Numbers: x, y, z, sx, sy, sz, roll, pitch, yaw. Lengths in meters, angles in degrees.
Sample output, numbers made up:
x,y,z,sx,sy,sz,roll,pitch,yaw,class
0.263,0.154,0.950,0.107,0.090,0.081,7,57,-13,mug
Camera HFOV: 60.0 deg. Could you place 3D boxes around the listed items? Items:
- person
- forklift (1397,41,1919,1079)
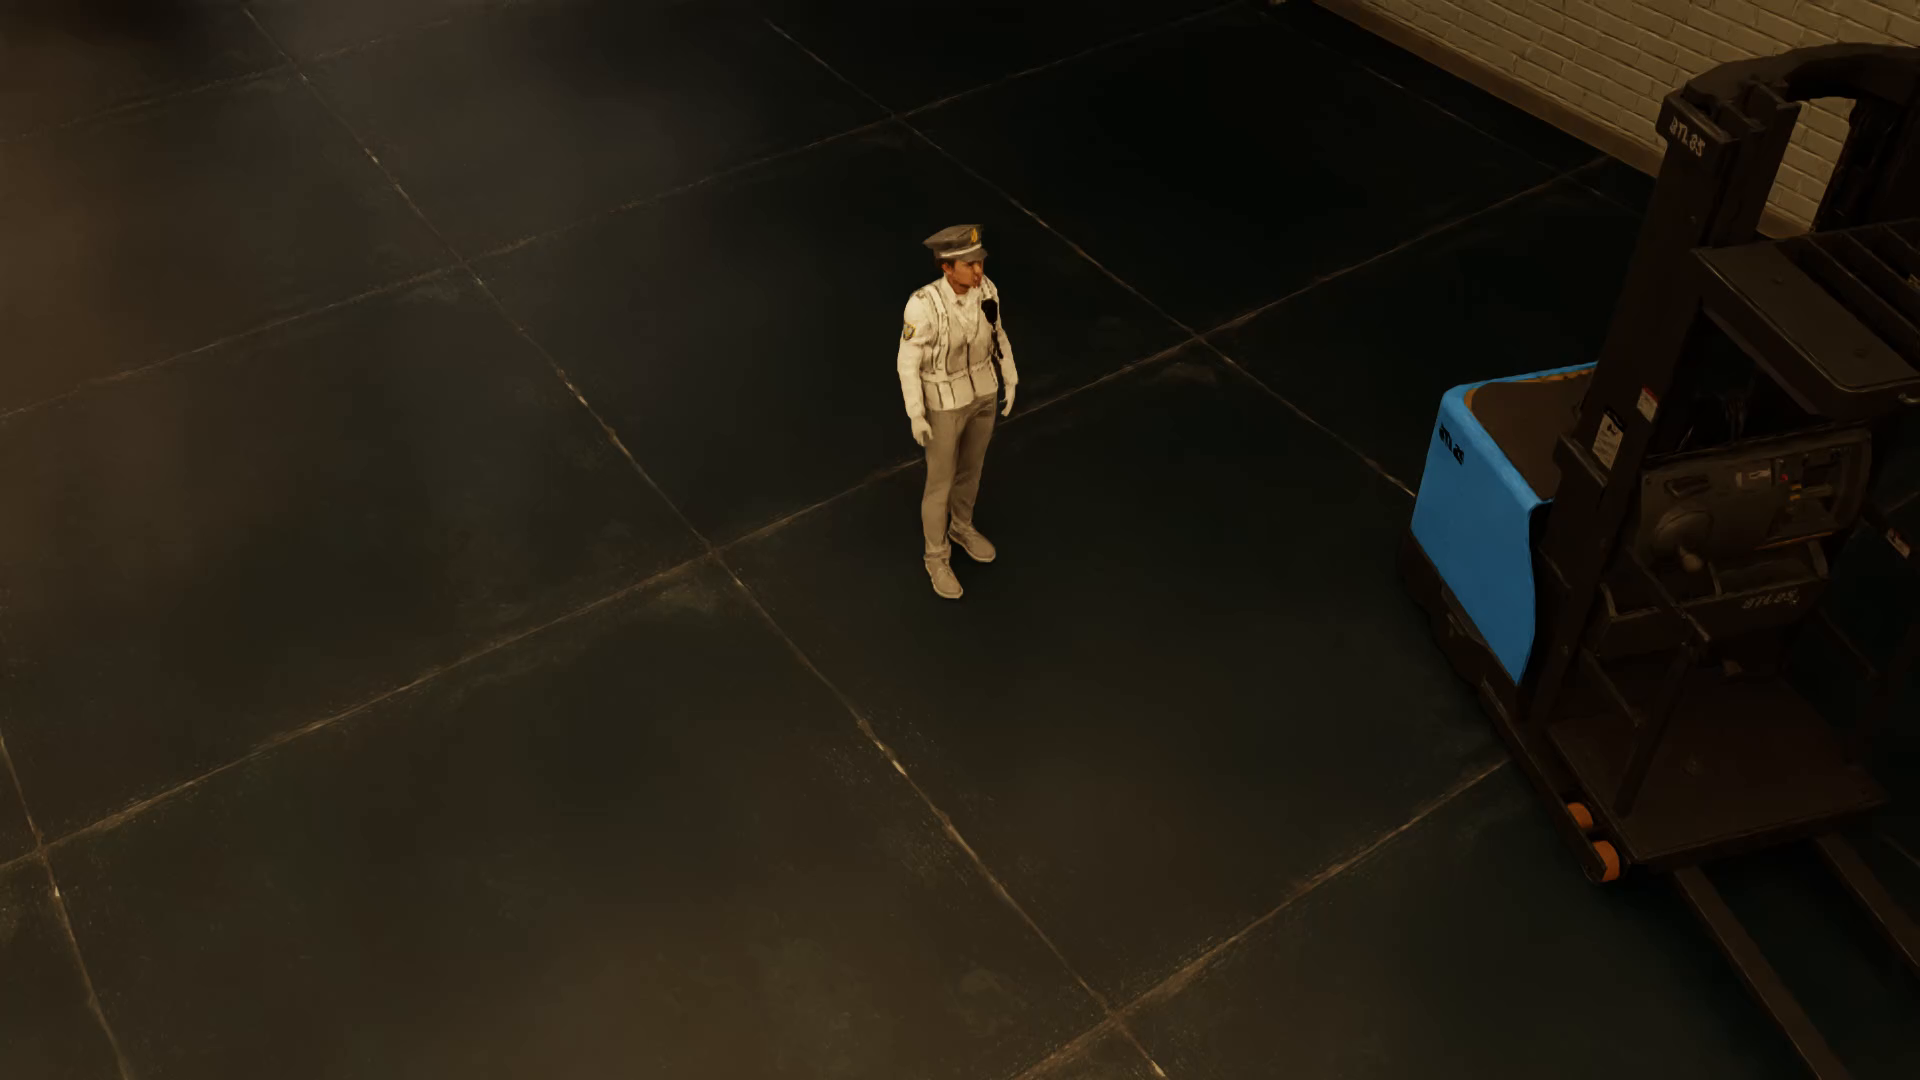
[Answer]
x,y,z,sx,sy,sz,roll,pitch,yaw,class
0.033,-0.588,7.255,0.586,1.695,0.533,-25,48,-25,person
2.881,-0.050,5.770,1.130,2.935,3.031,-10,44,-11,forklift
